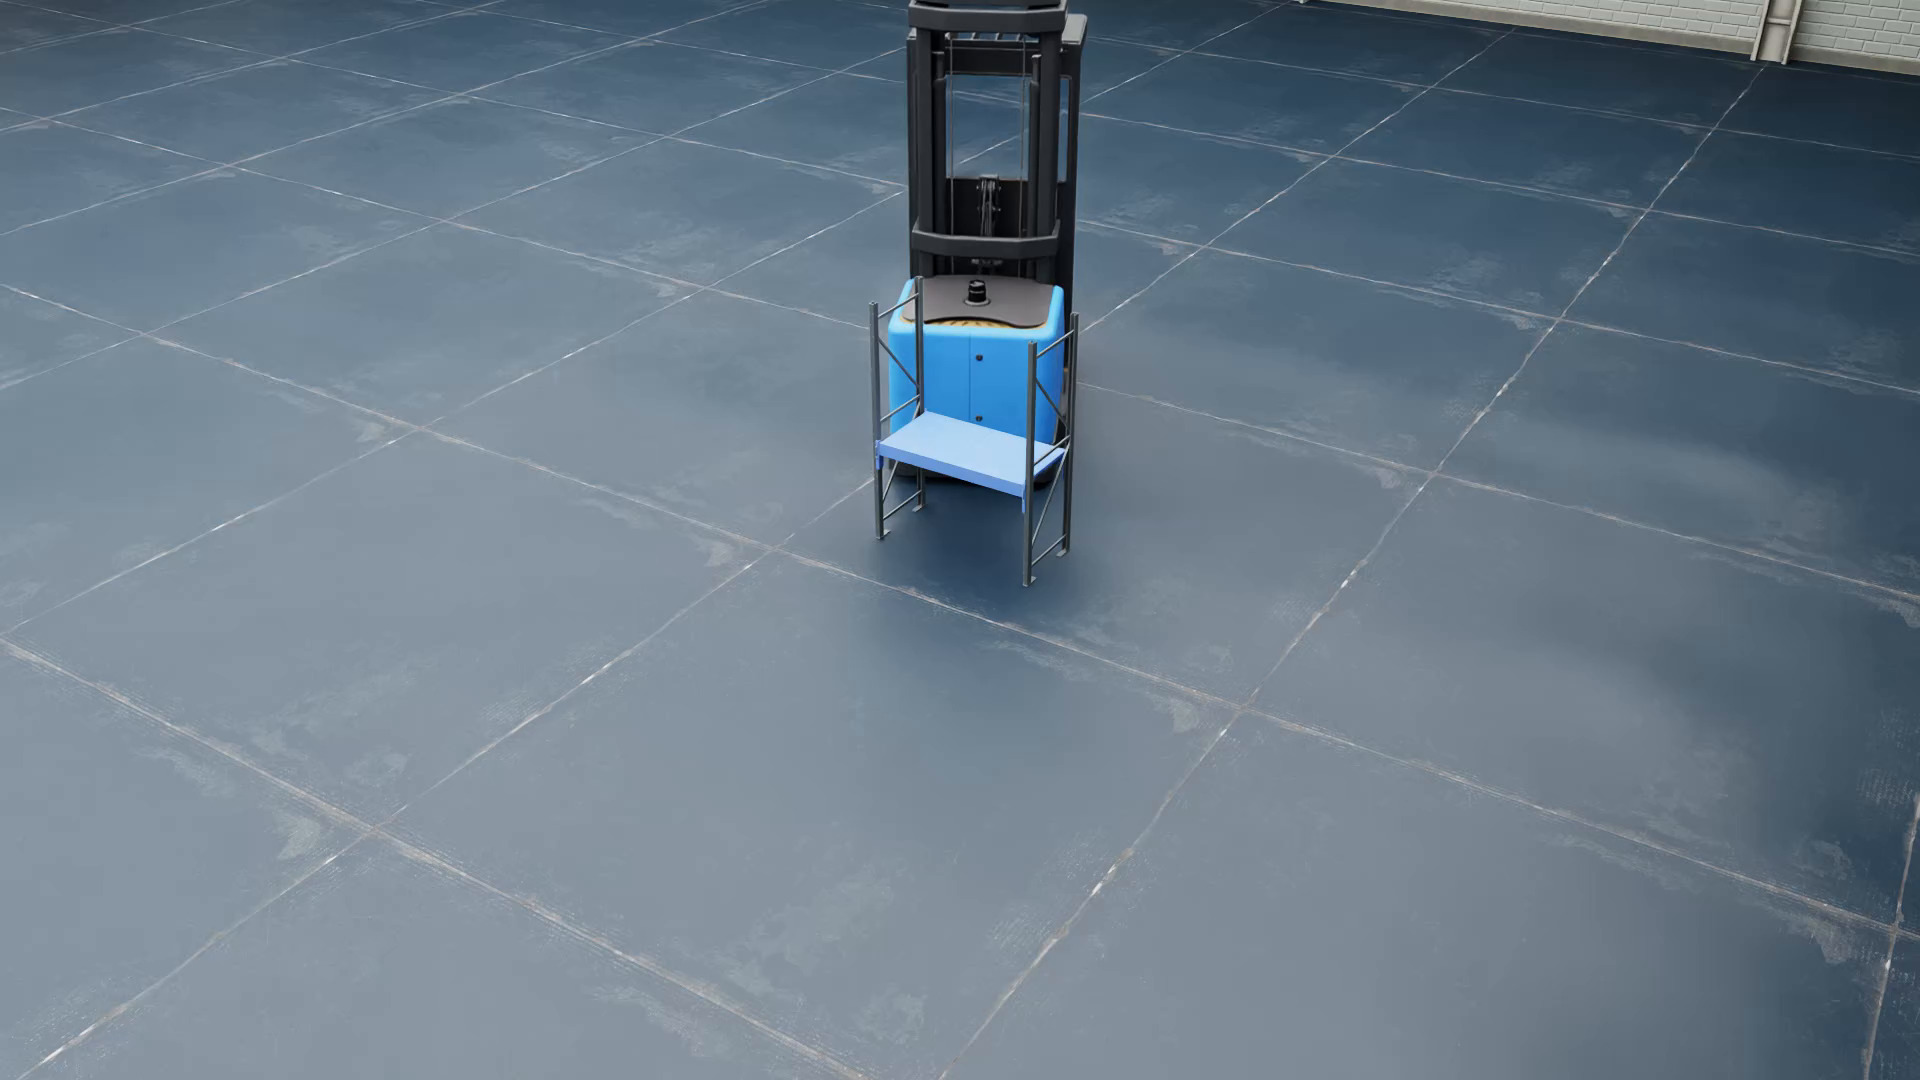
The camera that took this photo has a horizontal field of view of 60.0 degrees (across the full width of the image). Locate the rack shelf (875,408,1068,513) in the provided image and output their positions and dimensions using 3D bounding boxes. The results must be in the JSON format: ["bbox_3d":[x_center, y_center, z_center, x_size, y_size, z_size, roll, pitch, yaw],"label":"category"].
[{"bbox_3d":[0.072,-0.470,9.596,1.000,0.185,0.538,18,35,27],"label":"rack shelf"}]

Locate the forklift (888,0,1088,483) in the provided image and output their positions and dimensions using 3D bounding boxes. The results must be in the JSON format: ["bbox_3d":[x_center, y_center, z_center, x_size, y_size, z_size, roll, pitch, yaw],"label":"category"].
[{"bbox_3d":[0.239,-2.341,11.027,1.130,2.935,3.031,3,30,6],"label":"forklift"}]

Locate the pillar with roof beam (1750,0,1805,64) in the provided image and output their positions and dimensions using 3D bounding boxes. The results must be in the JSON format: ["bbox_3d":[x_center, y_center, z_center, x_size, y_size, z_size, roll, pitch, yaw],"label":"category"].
[{"bbox_3d":[7.297,-7.735,14.250,0.400,9.000,9.100,18,35,27],"label":"pillar with roof beam"}]

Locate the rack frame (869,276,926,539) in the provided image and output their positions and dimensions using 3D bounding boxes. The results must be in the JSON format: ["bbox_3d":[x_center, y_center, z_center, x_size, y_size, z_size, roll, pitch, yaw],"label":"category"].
[{"bbox_3d":[-0.358,-0.761,9.739,0.032,1.500,0.500,18,35,27],"label":"rack frame"}]

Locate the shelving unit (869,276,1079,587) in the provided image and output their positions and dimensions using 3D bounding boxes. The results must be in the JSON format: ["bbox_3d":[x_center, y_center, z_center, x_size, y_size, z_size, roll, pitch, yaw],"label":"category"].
[{"bbox_3d":[0.072,-0.625,9.505,1.048,1.500,0.538,18,35,27],"label":"shelving unit"}]

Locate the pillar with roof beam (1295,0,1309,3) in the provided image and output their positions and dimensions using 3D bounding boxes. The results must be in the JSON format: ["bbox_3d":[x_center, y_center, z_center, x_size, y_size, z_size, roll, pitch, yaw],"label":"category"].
[{"bbox_3d":[2.215,-9.342,17.006,0.400,9.000,9.100,18,35,27],"label":"pillar with roof beam"}]

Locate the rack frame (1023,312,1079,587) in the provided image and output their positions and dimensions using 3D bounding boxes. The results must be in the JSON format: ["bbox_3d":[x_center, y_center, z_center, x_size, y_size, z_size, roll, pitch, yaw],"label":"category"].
[{"bbox_3d":[0.503,-0.489,9.272,0.032,1.500,0.500,18,35,27],"label":"rack frame"}]
